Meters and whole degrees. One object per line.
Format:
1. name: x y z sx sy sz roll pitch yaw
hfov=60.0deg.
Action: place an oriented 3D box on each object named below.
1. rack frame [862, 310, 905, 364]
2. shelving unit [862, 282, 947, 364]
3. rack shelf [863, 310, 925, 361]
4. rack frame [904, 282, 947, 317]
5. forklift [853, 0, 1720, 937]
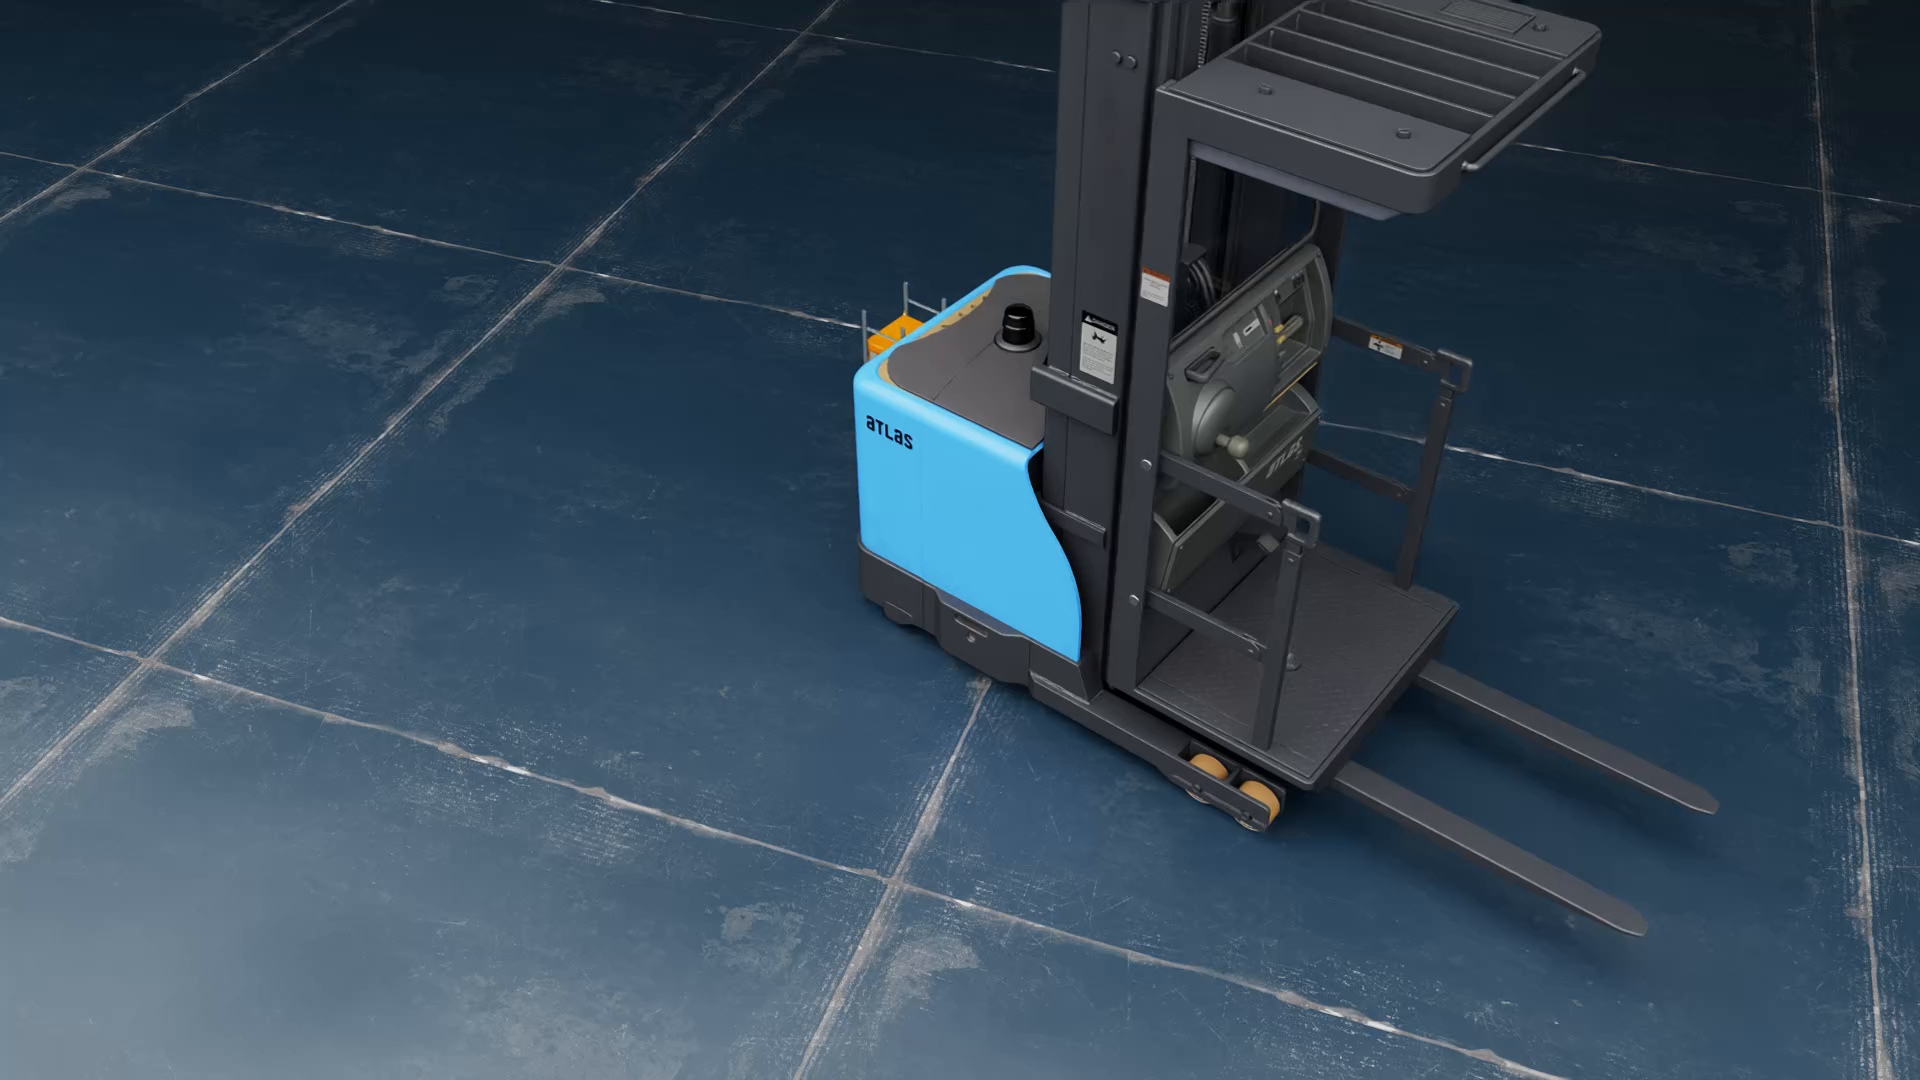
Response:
1. rack frame: -0.280 -0.408 6.420 0.200 1.050 0.008 27 47 28
2. shelving unit: -0.206 -0.471 6.493 0.215 1.050 0.252 27 47 28
3. rack shelf: -0.206 -0.679 6.316 0.215 0.259 0.240 27 47 28
4. rack frame: -0.131 -0.534 6.567 0.200 1.050 0.008 27 47 28
5. forklift: 1.079 -0.531 5.114 3.031 2.935 1.130 27 47 28
